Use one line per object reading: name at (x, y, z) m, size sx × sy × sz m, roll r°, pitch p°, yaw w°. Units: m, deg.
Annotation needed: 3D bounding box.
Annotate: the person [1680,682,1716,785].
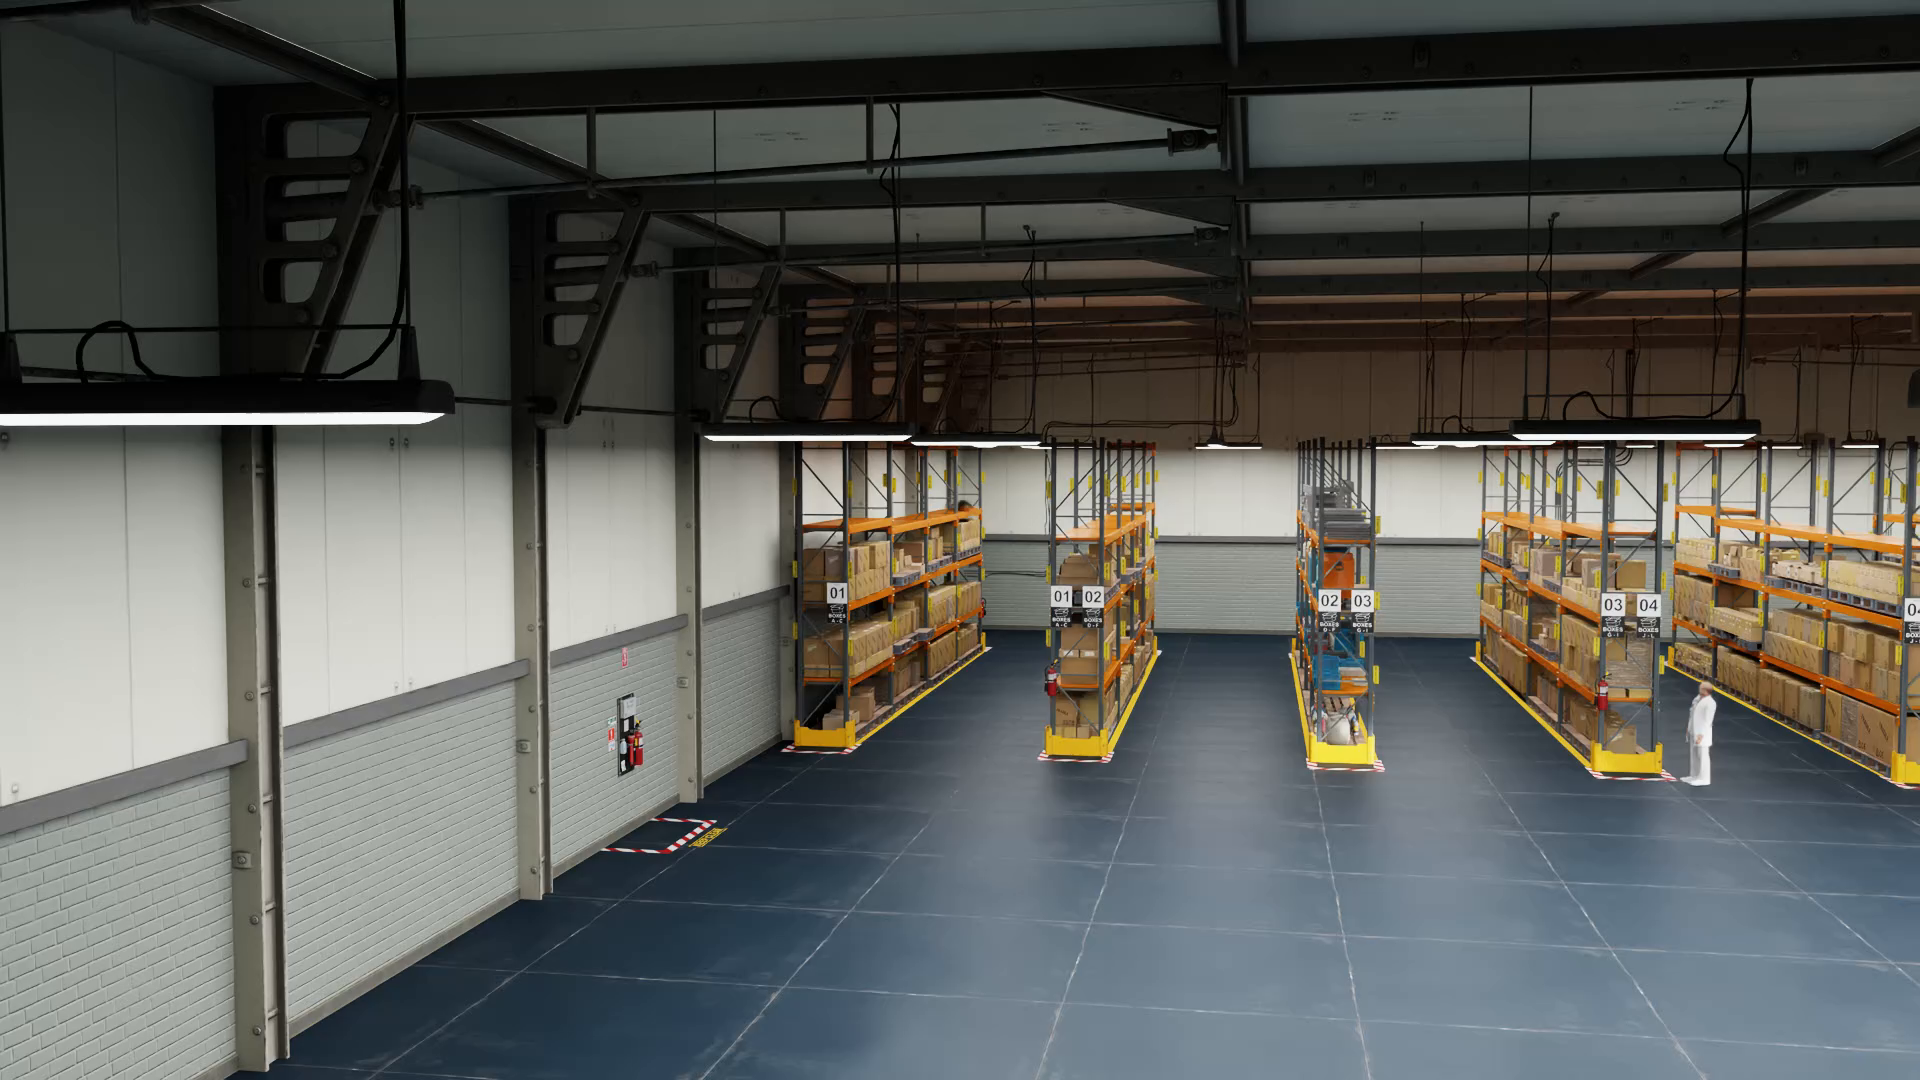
person at (12.711, 3.322, 28.659) m, size 0.419 × 1.791 × 0.673 m, roll 0°, pitch 3°, yaw -8°
